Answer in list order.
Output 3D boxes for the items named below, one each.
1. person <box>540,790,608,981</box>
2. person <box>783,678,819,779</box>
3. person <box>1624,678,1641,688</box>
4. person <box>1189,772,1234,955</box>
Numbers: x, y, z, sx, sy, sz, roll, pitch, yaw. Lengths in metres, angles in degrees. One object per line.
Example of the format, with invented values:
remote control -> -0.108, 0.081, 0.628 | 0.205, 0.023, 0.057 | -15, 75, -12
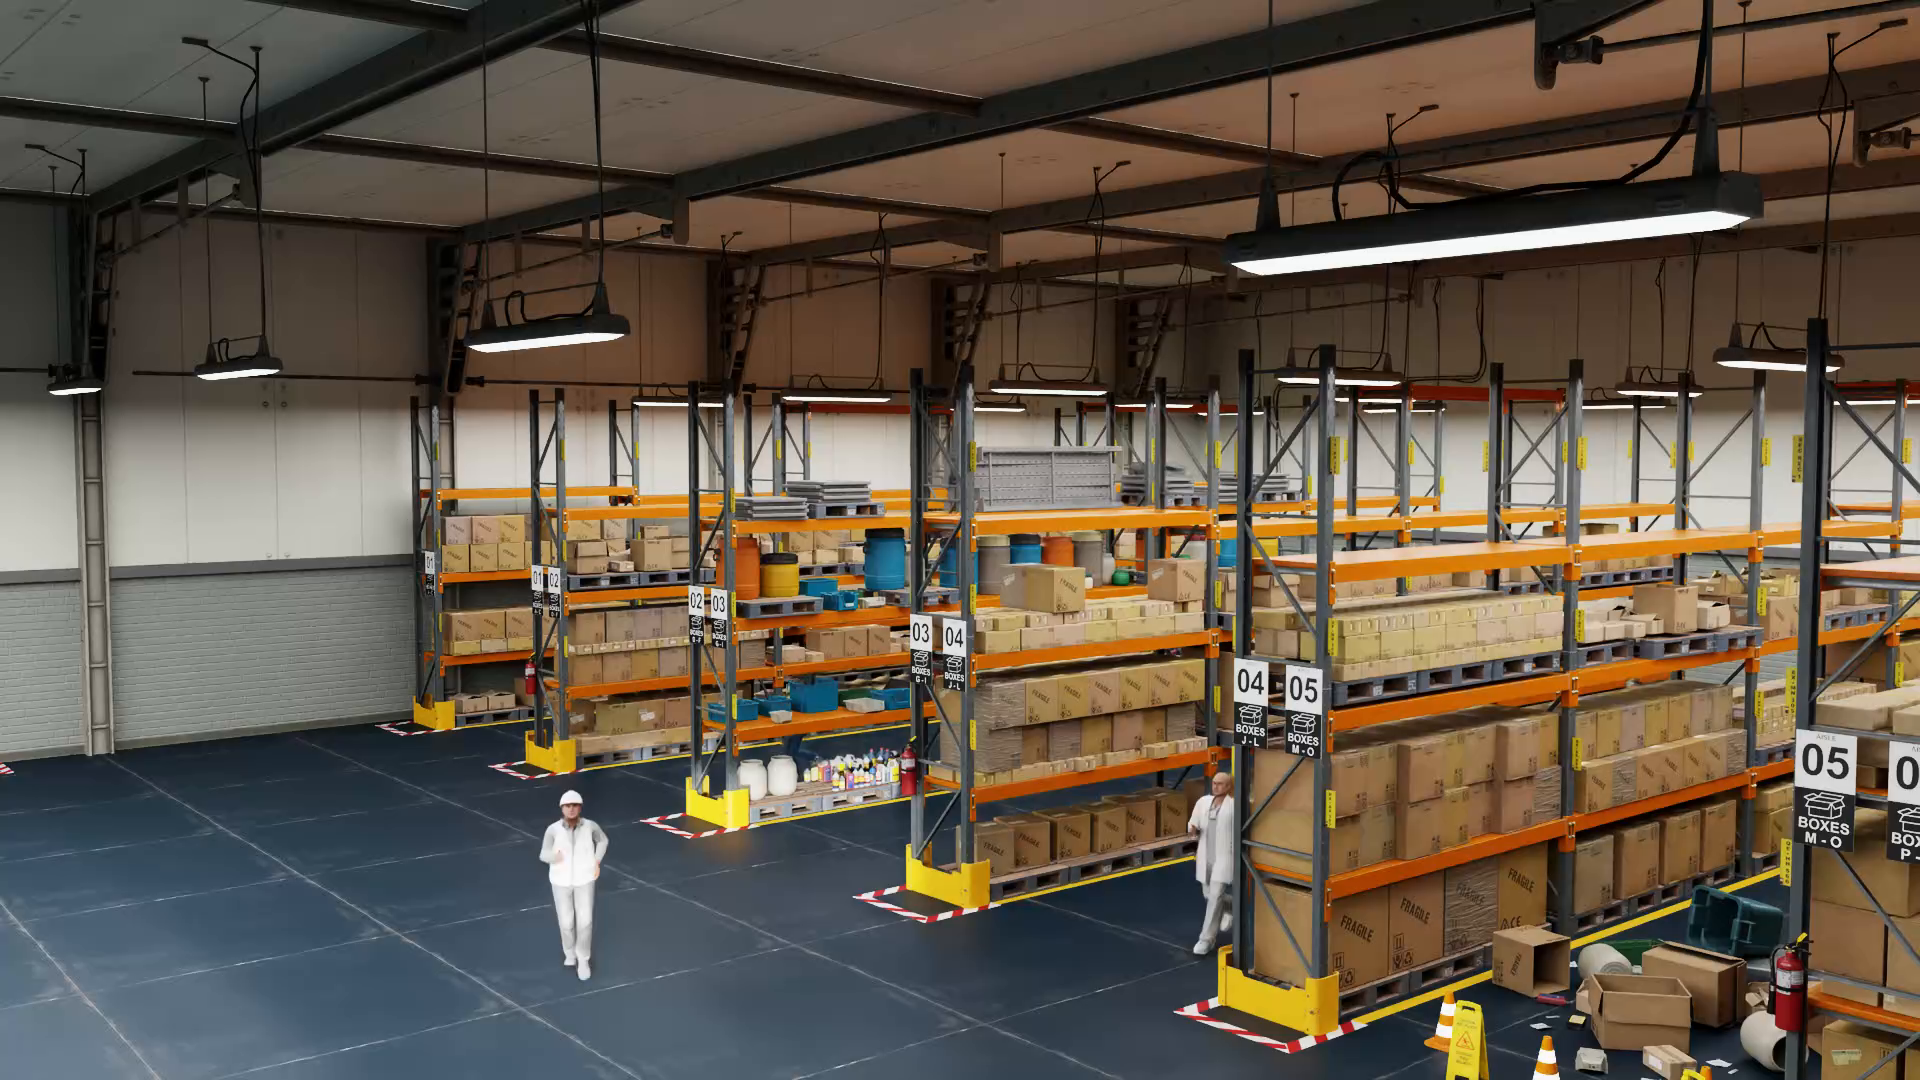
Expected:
person -> -3.736, 3.334, 16.090 | 0.637, 1.814, 0.711 | -1, 3, -10
person -> -2.471, 2.883, 25.445 | 0.637, 1.568, 0.555 | -3, 5, -42
person -> 10.043, 2.877, 24.924 | 0.643, 1.673, 0.618 | -3, 4, -40
person -> 2.629, 3.244, 16.947 | 0.712, 1.753, 1.043 | 3, 4, 39
